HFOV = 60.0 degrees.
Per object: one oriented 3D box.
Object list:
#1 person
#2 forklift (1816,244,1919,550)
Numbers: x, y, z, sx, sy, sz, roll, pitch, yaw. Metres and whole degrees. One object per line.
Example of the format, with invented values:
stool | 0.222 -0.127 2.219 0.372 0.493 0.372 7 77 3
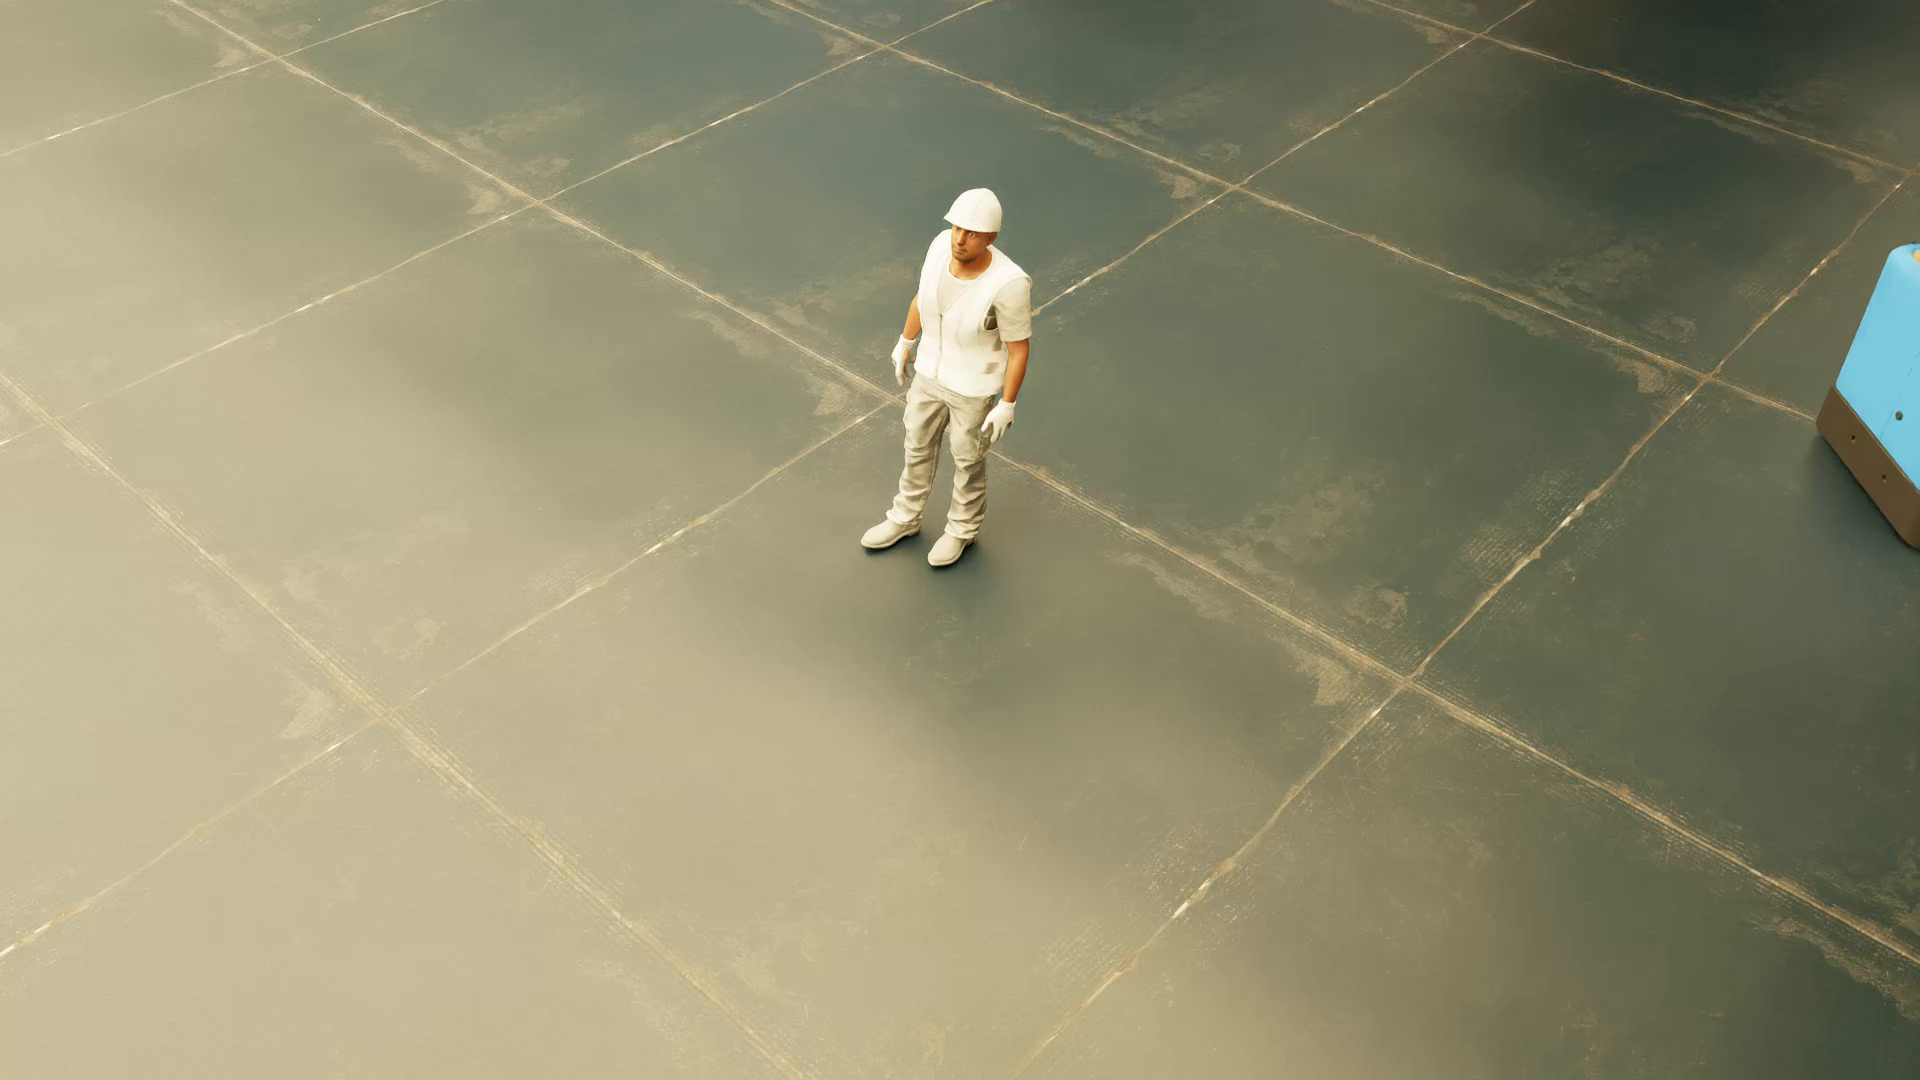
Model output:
person | -0.055 -0.651 7.058 0.655 1.784 0.575 31 49 31
forklift | 5.775 -1.403 7.064 3.031 2.935 1.130 -3 41 -3
